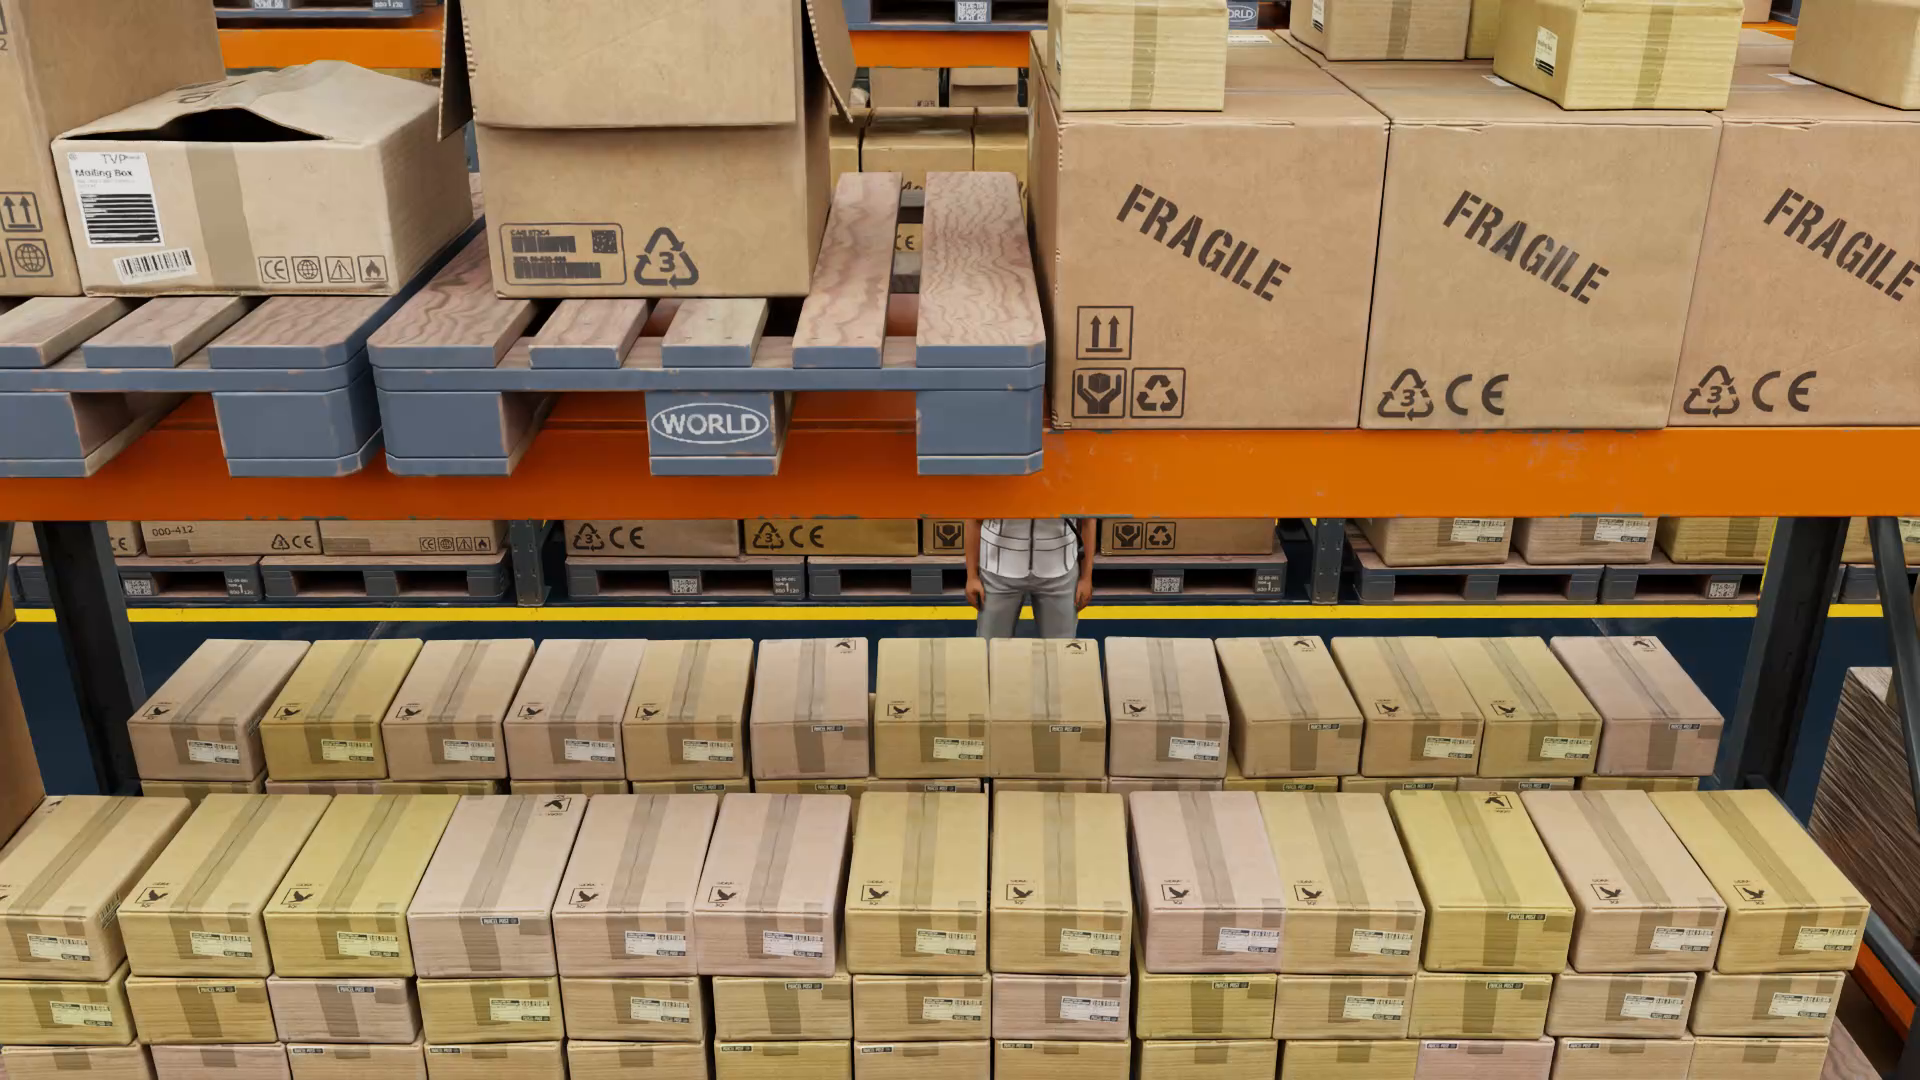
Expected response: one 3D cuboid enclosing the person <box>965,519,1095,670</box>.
[{"bbox_3d":[0.276,0.158,6.743,0.538,1.666,0.465,0,24,0],"label":"person"}]
